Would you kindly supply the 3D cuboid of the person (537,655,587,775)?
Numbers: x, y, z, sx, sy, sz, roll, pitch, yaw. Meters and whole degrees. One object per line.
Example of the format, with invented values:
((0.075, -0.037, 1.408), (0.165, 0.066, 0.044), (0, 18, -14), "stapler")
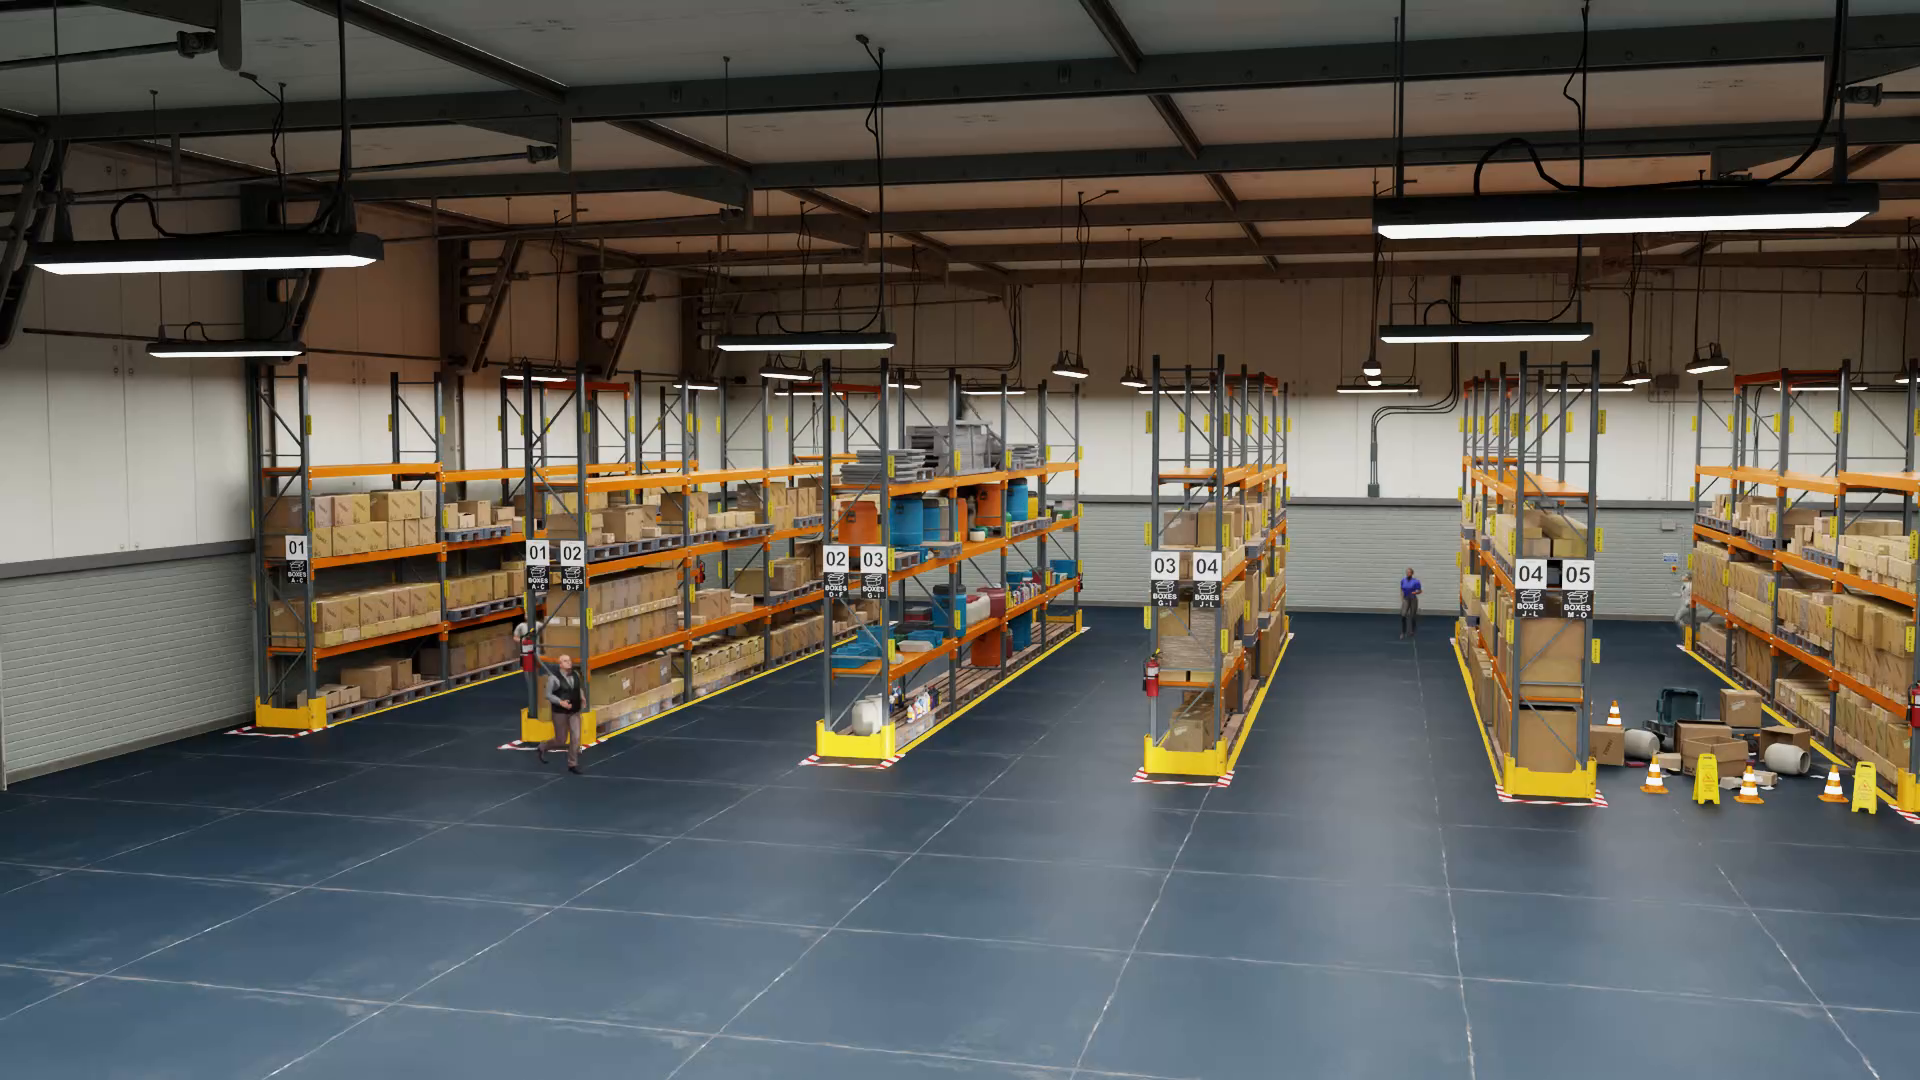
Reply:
((-5.720, 2.505, 24.034), (0.847, 1.722, 0.670), (4, 5, 43), "person")

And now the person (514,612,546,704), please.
((-7.785, 2.069, 30.119), (0.543, 1.697, 0.909), (0, 4, -7), "person")

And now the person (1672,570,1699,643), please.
((16.709, 1.537, 38.249), (0.656, 1.697, 0.618), (2, 4, 25), "person")

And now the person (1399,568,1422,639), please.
((10.596, 1.505, 39.081), (0.554, 1.682, 0.802), (2, 5, 29), "person")
